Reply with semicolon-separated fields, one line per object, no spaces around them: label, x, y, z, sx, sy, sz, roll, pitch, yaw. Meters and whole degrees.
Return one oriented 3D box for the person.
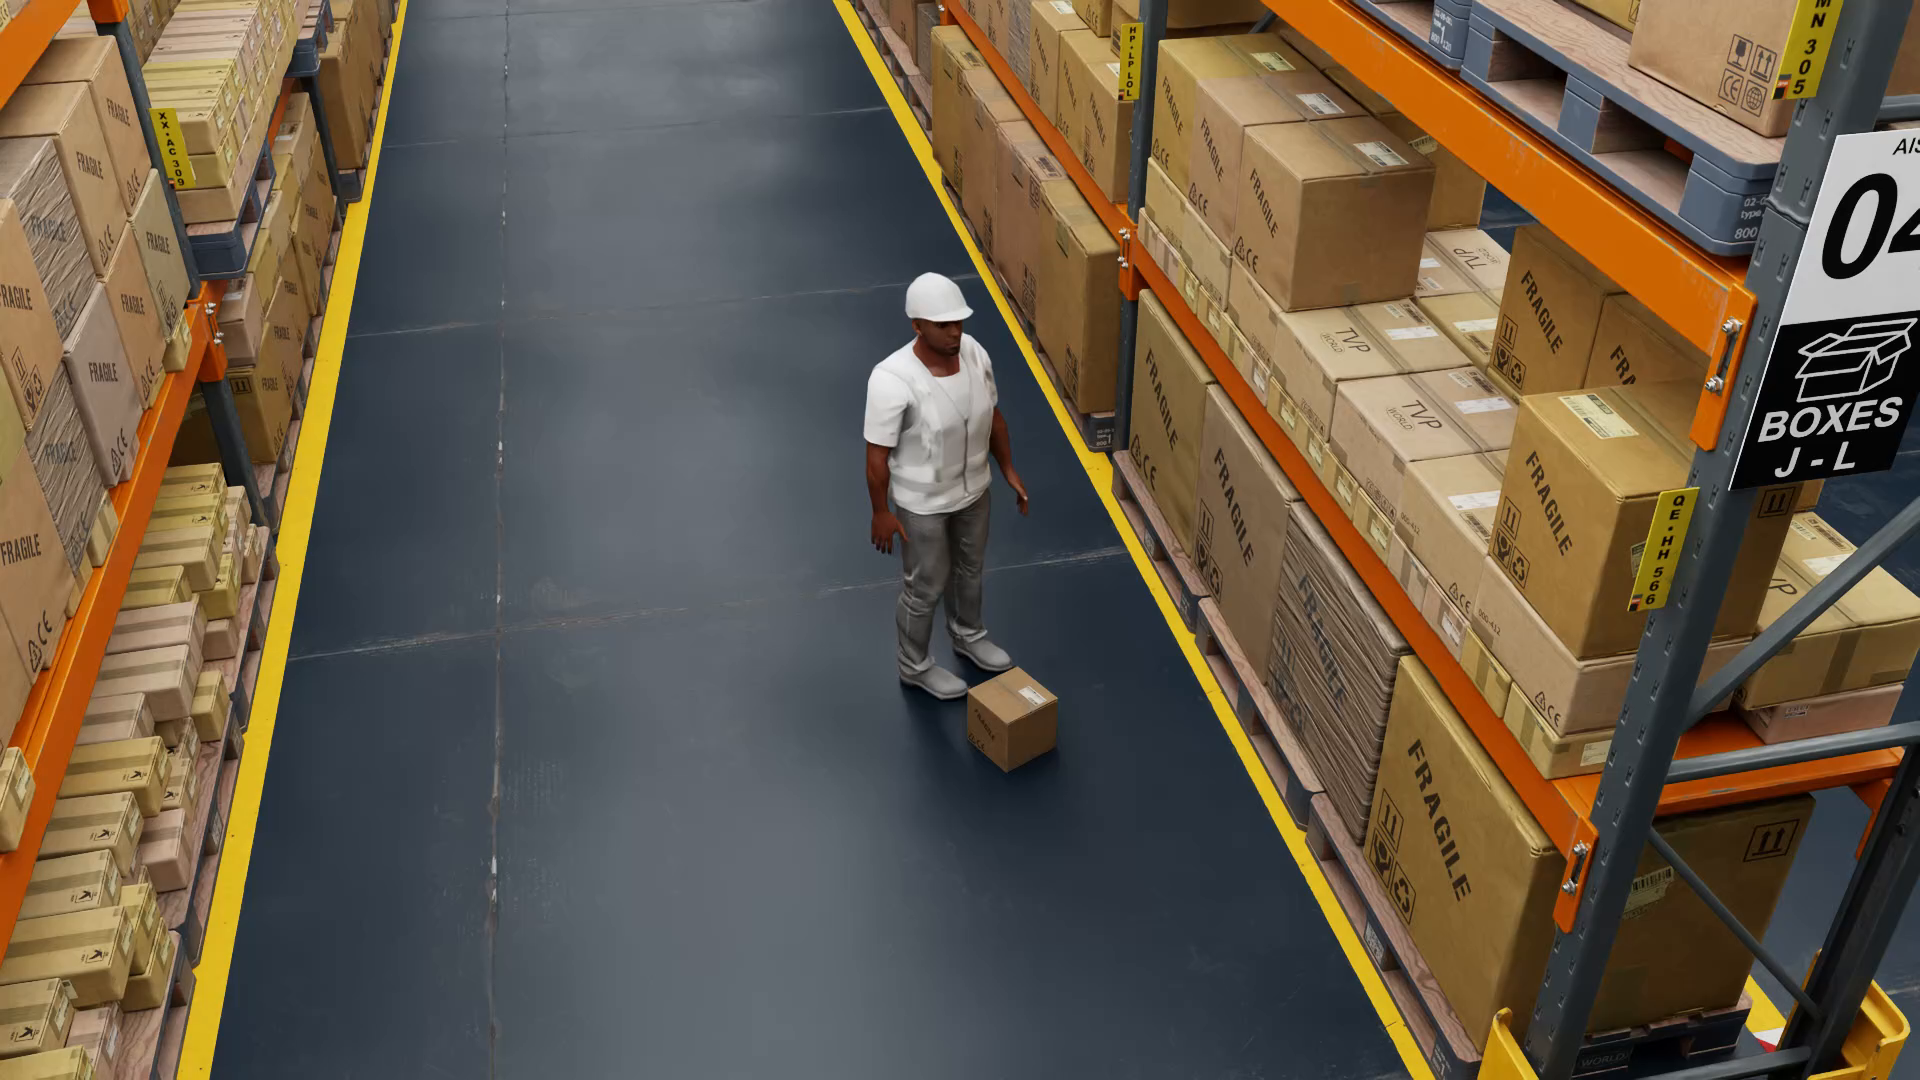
person;-0.052;-0.172;6.341;0.618;1.774;0.411;-28;43;-35
